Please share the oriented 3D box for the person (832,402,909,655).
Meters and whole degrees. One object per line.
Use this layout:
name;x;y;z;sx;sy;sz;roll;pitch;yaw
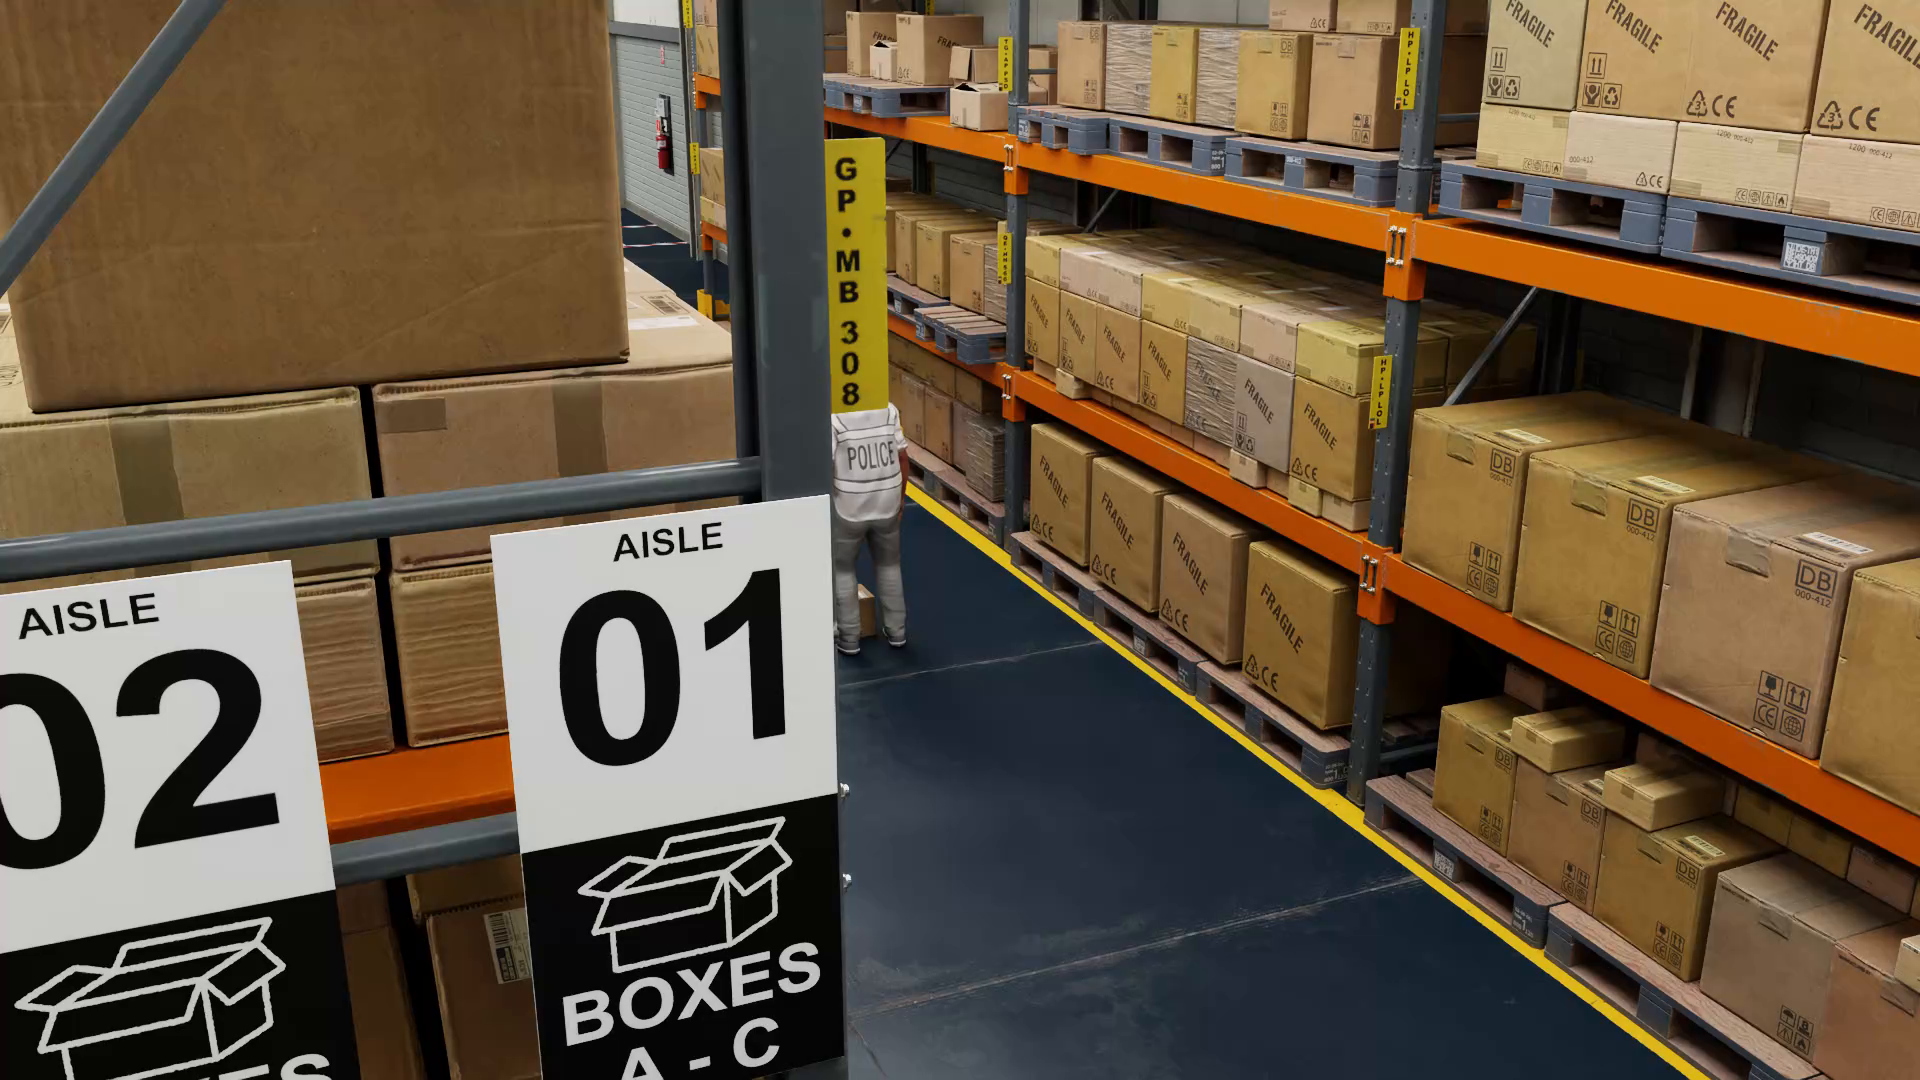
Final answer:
person;-0.565;-0.194;9.619;0.604;1.751;0.435;-9;21;-24
